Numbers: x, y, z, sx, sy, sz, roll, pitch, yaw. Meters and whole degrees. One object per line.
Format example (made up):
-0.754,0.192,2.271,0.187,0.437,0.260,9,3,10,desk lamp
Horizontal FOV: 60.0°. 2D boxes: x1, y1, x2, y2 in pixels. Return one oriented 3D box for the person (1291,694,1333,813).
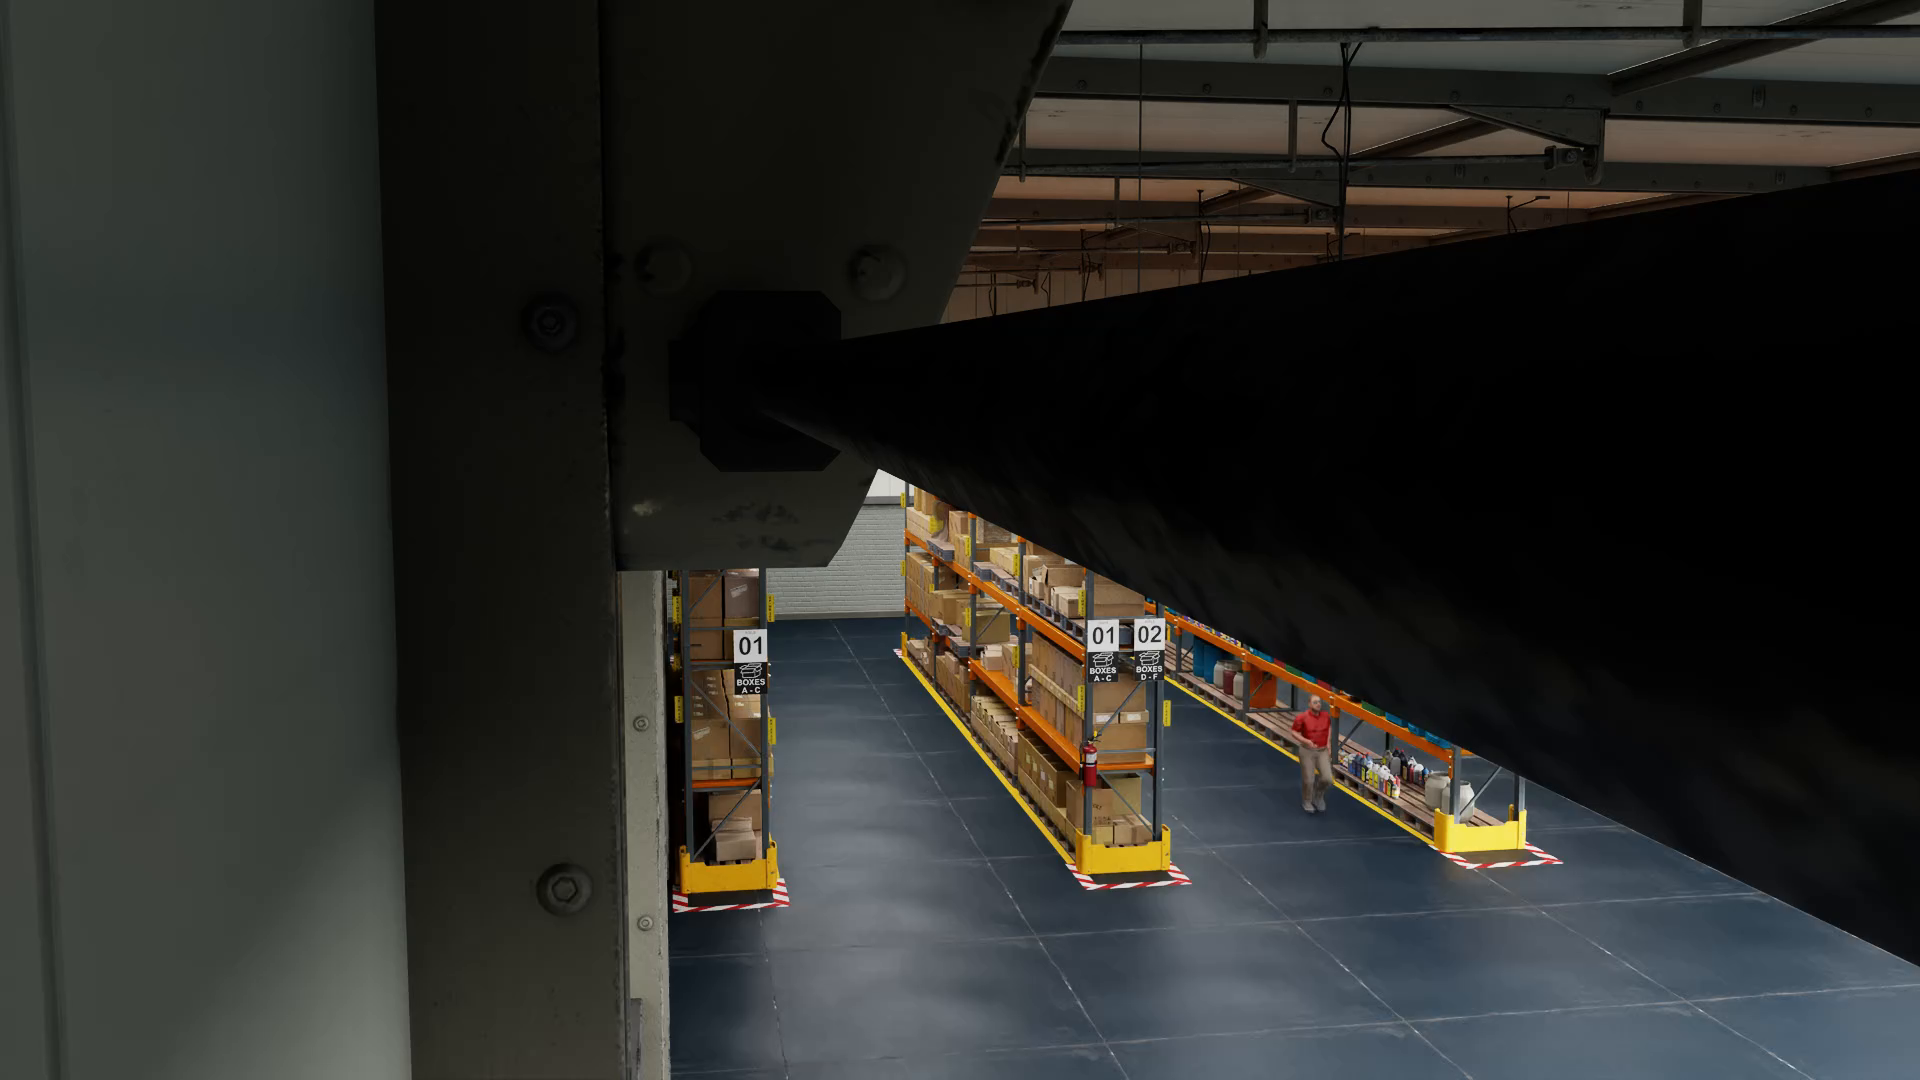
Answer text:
5.029,3.045,23.583,0.659,1.715,0.645,-1,6,-9,person
